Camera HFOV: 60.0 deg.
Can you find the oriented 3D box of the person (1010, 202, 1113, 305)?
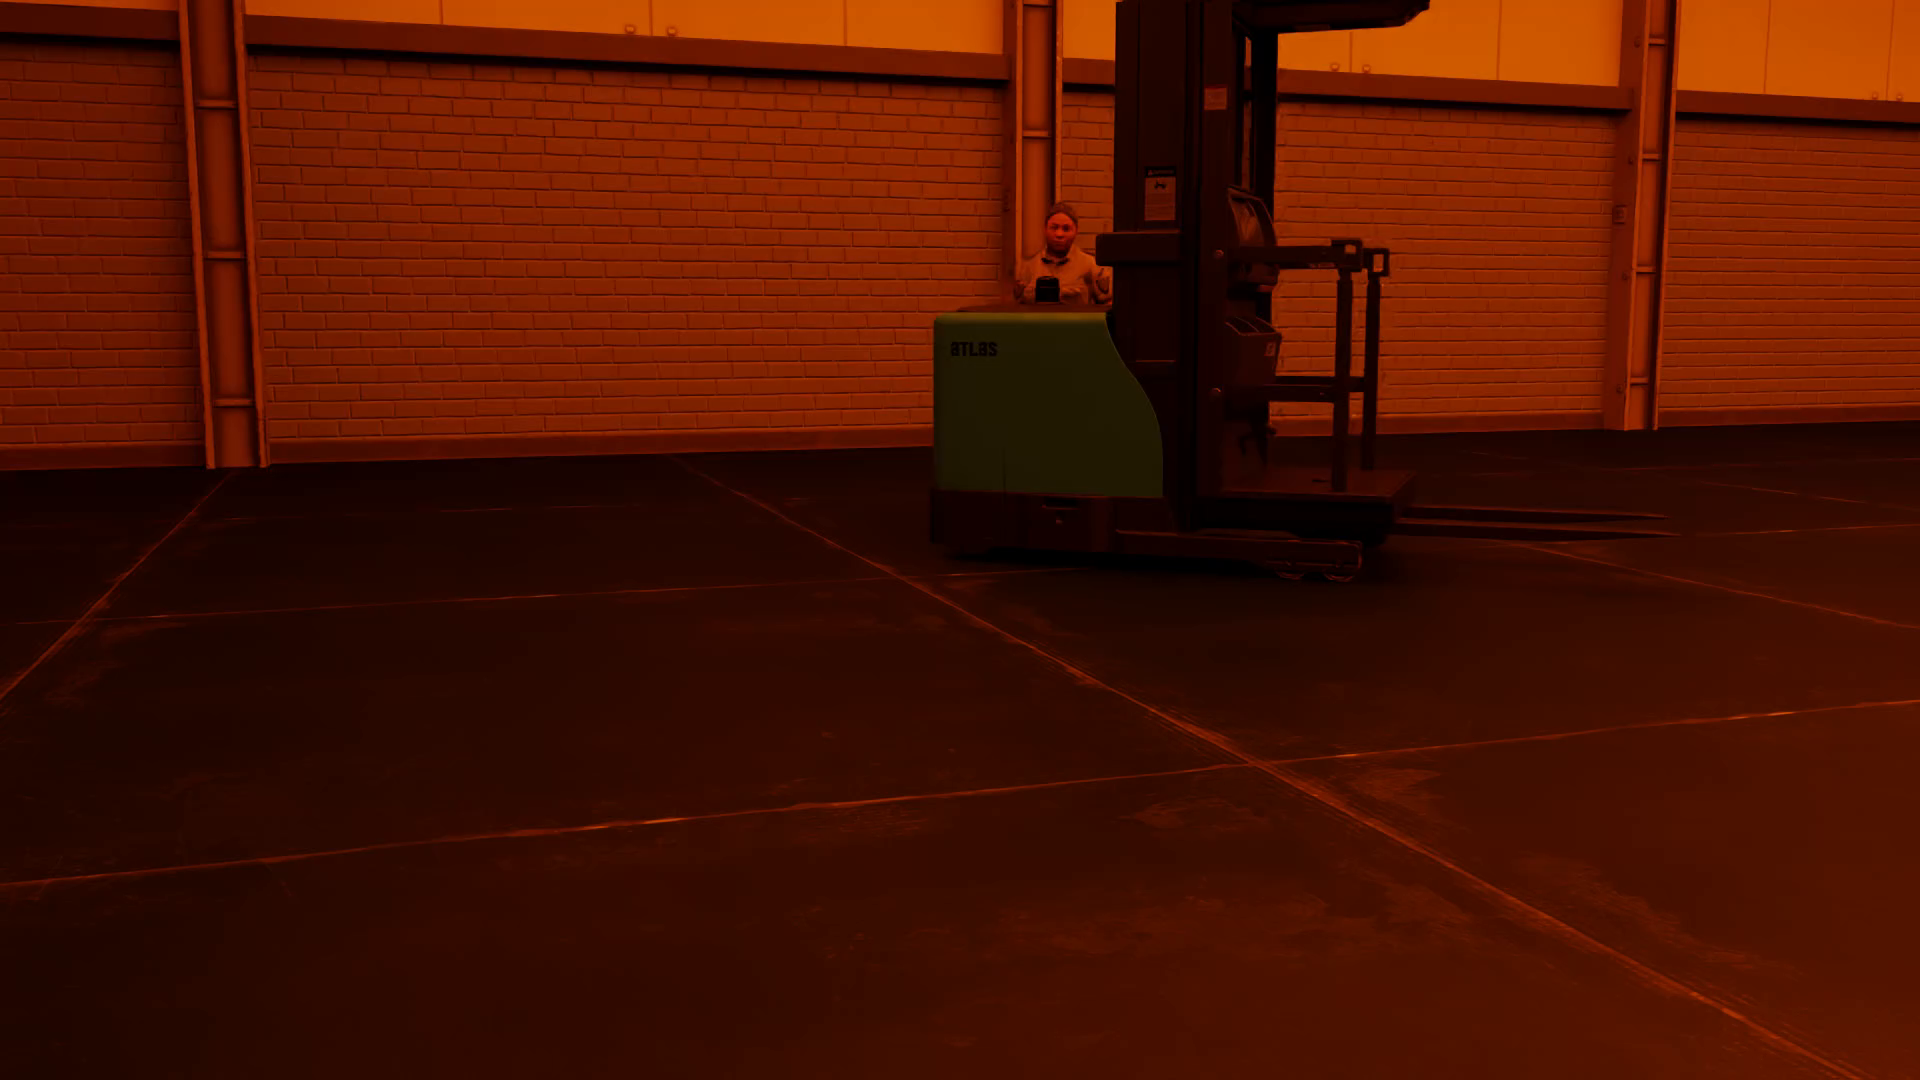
[{"bbox_3d":[0.565,-0.899,8.563,0.741,1.615,0.342,3,8,18],"label":"person"}]

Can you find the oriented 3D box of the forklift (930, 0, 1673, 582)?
[{"bbox_3d":[1.441,-1.363,7.068,3.031,2.935,1.130,3,8,20],"label":"forklift"}]
